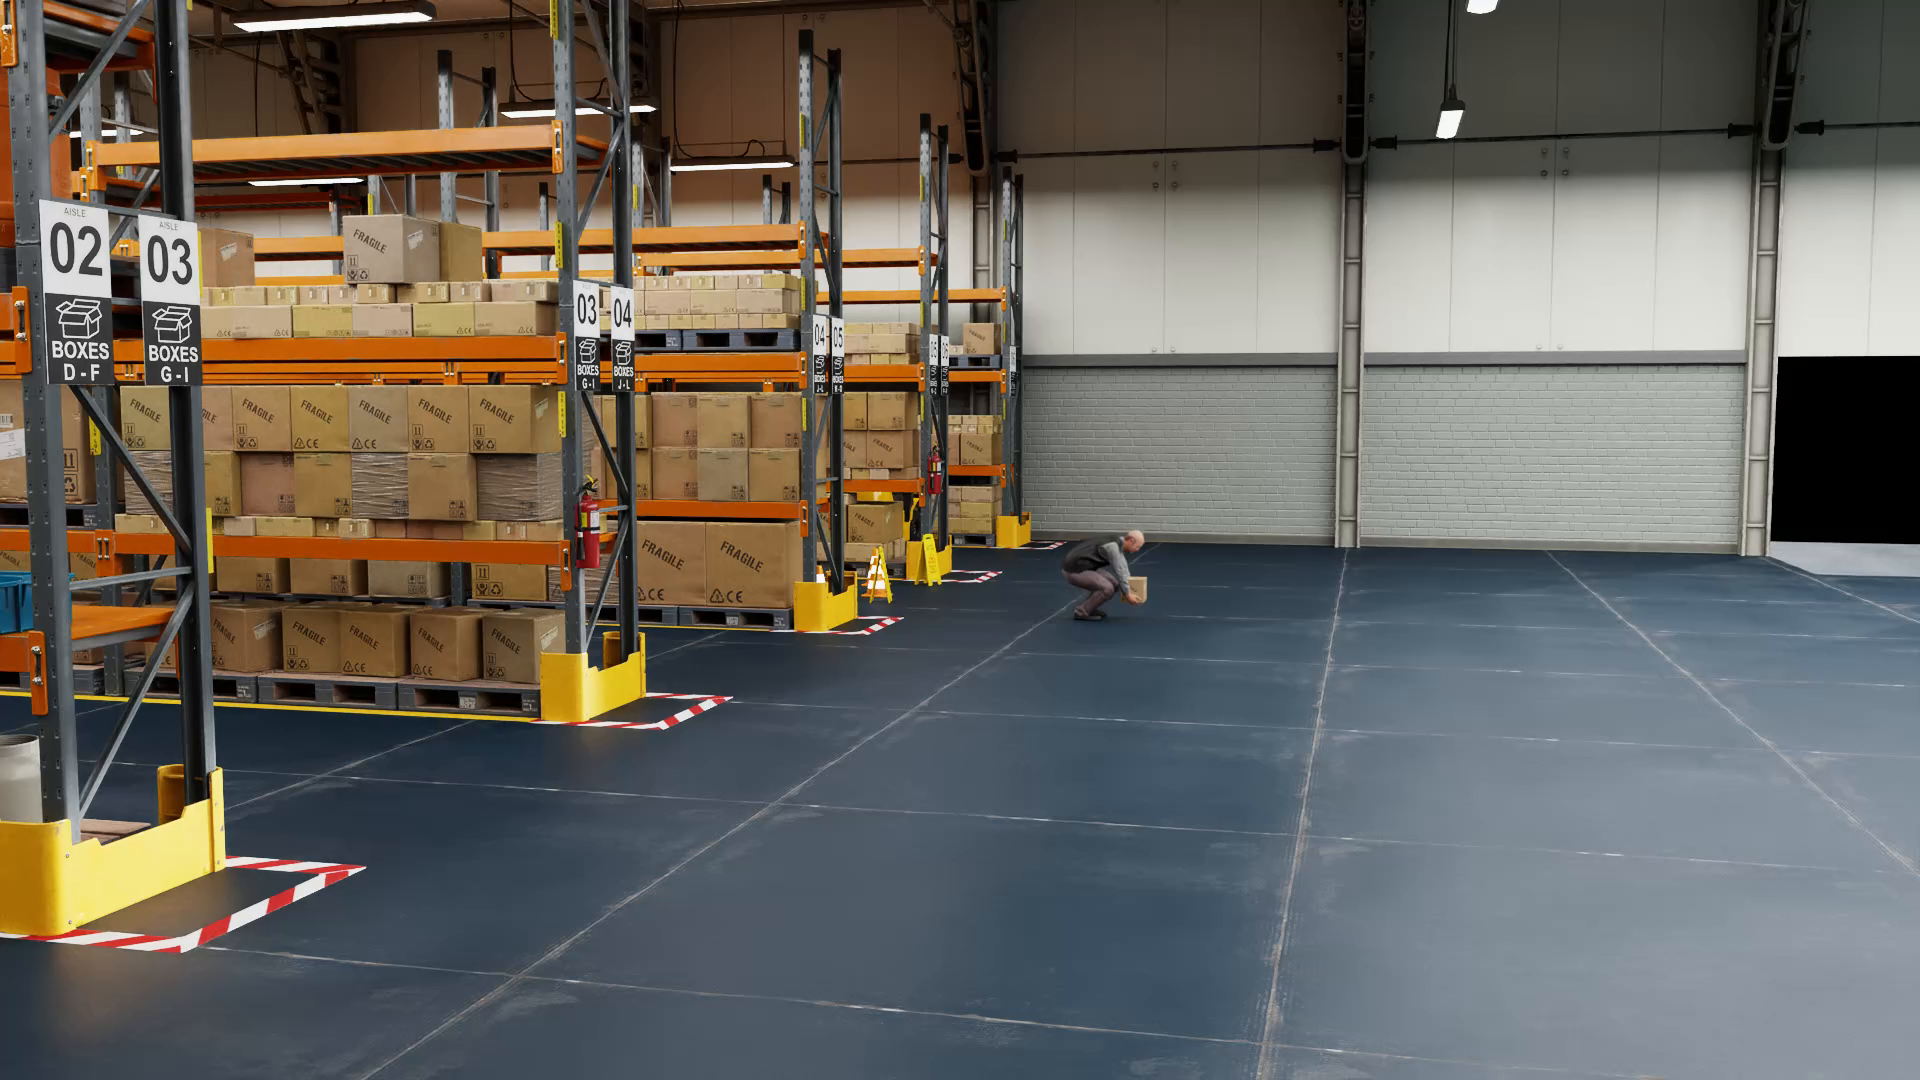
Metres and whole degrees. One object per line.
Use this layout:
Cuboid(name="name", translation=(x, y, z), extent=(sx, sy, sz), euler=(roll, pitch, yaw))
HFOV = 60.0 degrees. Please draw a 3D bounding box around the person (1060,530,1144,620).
Cuboid(name="person", translation=(1.525, 0.373, 17.813), extent=(0.884, 0.964, 0.511), euler=(1, 5, 12))
